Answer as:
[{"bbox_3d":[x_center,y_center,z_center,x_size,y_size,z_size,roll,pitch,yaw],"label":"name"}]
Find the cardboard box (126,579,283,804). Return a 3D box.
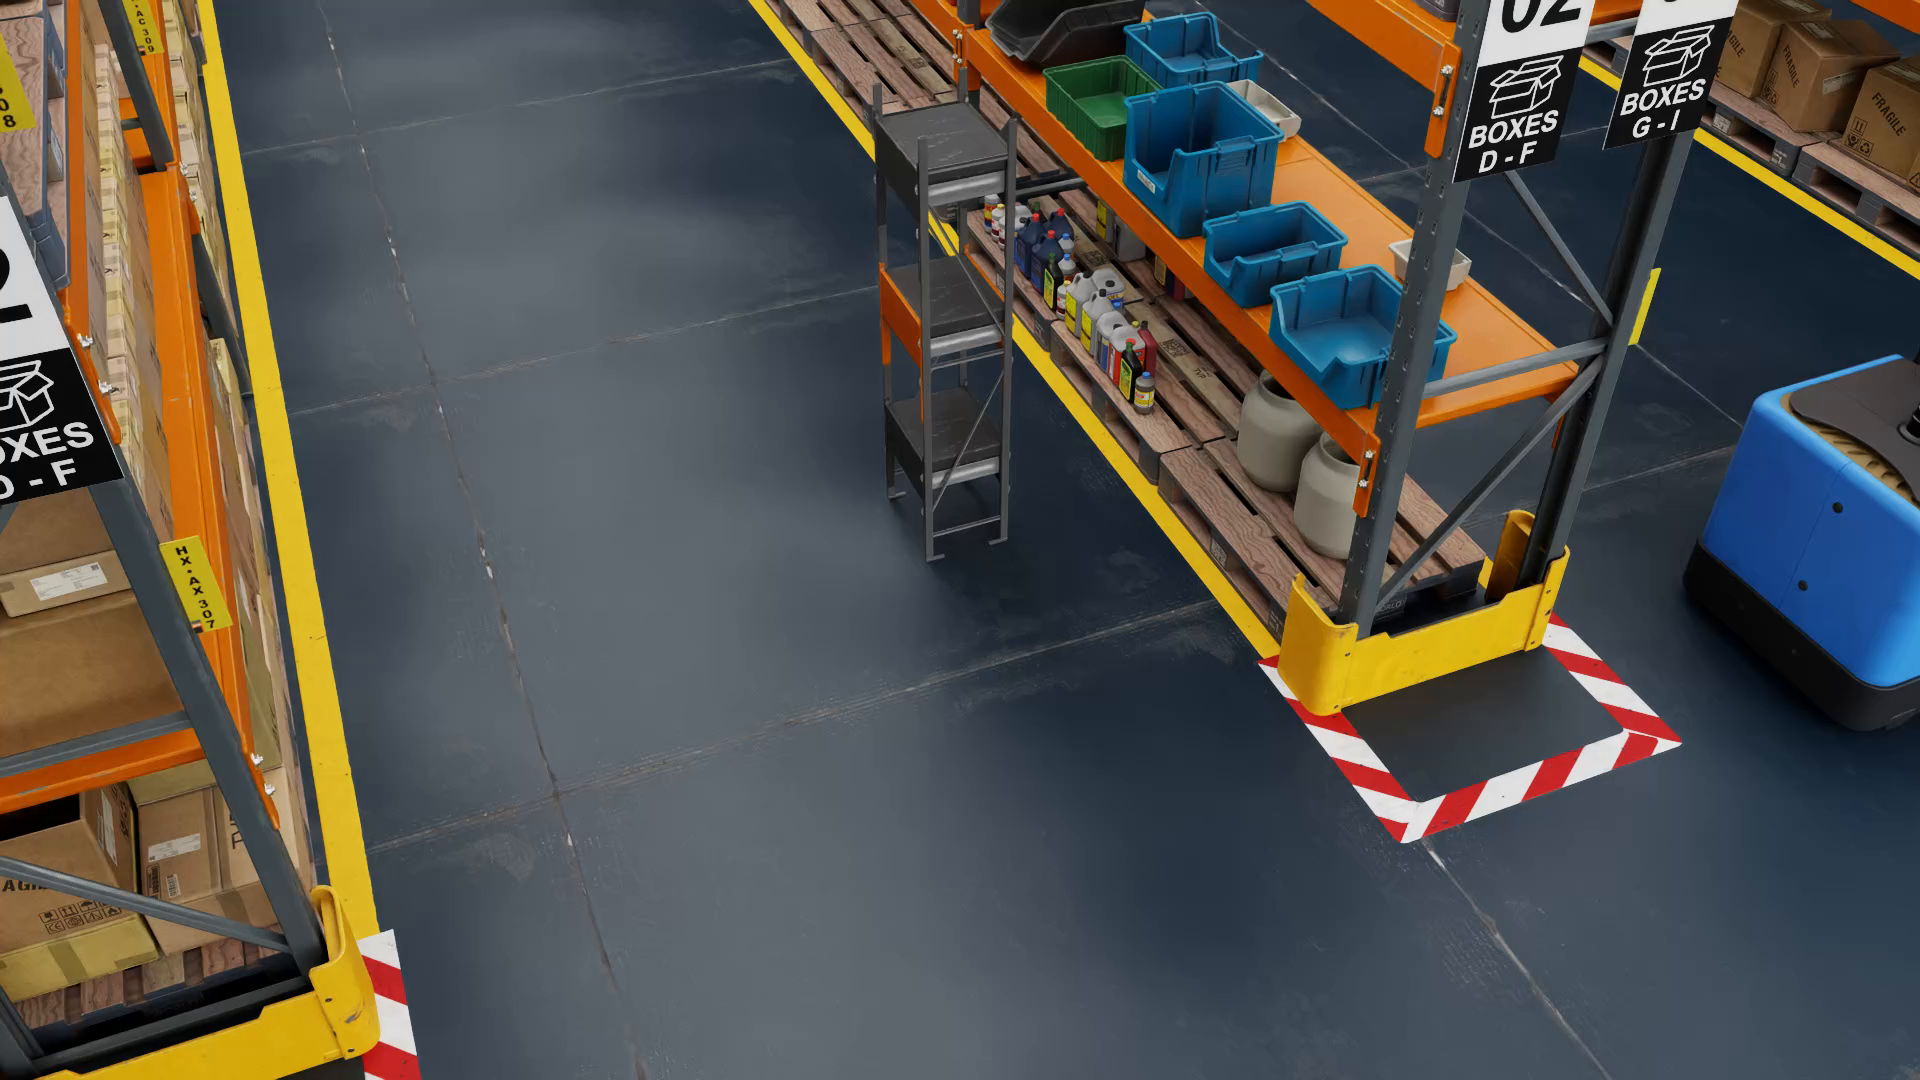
[{"bbox_3d":[-2.773,0.537,5.955,0.500,0.500,0.500,-15,43,-17],"label":"cardboard box"}]

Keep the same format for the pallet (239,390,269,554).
[{"bbox_3d":[-3.845,-0.246,7.792,1.003,0.211,1.213,-15,43,-17],"label":"pallet"}]

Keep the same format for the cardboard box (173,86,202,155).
[{"bbox_3d":[-4.628,-2.359,9.467,0.500,0.311,0.500,-14,43,-16],"label":"cardboard box"}]

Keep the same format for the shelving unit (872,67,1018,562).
[{"bbox_3d":[-0.063,-0.896,7.100,0.431,2.100,0.503,-15,43,-17],"label":"shelving unit"}]

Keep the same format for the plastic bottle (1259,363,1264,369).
[{"bbox_3d":[1.553,-0.954,8.287,0.097,0.201,0.097,0,41,0],"label":"plastic bottle"}]

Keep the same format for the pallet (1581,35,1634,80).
[{"bbox_3d":[4.744,-3.673,11.778,1.003,0.211,1.213,-15,43,-17],"label":"pallet"}]

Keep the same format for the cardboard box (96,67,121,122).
[{"bbox_3d":[-3.716,-1.816,6.906,0.380,0.149,0.250,-16,43,-18],"label":"cardboard box"}]

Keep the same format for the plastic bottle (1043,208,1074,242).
[{"bbox_3d":[0.526,-1.634,8.963,0.144,0.351,0.185,-15,43,-17],"label":"plastic bottle"}]

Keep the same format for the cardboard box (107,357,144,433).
[{"bbox_3d":[-2.823,-0.418,5.280,0.380,0.149,0.250,-16,43,-18],"label":"cardboard box"}]

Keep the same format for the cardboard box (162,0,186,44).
[{"bbox_3d":[-5.213,-3.277,10.536,0.500,0.311,0.500,-14,43,-16],"label":"cardboard box"}]

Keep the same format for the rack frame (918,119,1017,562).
[{"bbox_3d":[0.030,-0.749,6.929,0.400,2.100,0.015,-15,43,-17],"label":"rack frame"}]

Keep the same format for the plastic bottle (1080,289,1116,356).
[{"bbox_3d":[0.699,-1.117,8.361,0.144,0.351,0.185,-13,42,-15],"label":"plastic bottle"}]

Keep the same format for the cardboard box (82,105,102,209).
[{"bbox_3d":[-3.549,-1.450,5.983,0.700,0.500,0.500,-15,43,-17],"label":"cardboard box"}]

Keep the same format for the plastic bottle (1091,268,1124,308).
[{"bbox_3d":[0.755,-1.252,8.576,0.152,0.276,0.135,-15,43,-17],"label":"plastic bottle"}]

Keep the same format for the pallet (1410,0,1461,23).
[{"bbox_3d":[1.772,-2.205,5.776,1.003,0.211,1.213,-15,43,-17],"label":"pallet"}]

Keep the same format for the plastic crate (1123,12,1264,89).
[{"bbox_3d":[1.142,-2.370,8.239,0.499,0.251,0.616,-15,43,-17],"label":"plastic crate"}]

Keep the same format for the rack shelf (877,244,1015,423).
[{"bbox_3d":[-0.063,-0.885,7.109,0.431,0.518,0.480,-15,43,-17],"label":"rack shelf"}]

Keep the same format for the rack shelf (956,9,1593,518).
[{"bbox_3d":[1.233,-1.548,7.720,1.077,0.370,4.000,-15,43,-17],"label":"rack shelf"}]

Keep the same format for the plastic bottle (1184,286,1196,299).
[{"bbox_3d":[1.236,-1.435,8.788,0.152,0.276,0.135,-14,43,-16],"label":"plastic bottle"}]

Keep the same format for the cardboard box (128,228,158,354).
[{"bbox_3d":[-3.539,-0.945,6.391,0.700,0.500,0.500,-14,43,-16],"label":"cardboard box"}]

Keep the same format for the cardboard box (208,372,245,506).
[{"bbox_3d":[-3.356,-0.364,7.003,0.500,0.500,0.500,-15,43,-17],"label":"cardboard box"}]

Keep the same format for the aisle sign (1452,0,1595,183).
[{"bbox_3d":[1.751,-1.484,5.100,0.394,0.787,0.004,-15,43,-17],"label":"aisle sign"}]

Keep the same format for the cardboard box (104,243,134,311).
[{"bbox_3d":[-3.118,-0.883,5.821,0.380,0.149,0.250,-15,43,-16],"label":"cardboard box"}]

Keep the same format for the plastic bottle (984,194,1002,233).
[{"bbox_3d":[0.185,-1.857,9.282,0.097,0.271,0.097,0,41,0],"label":"plastic bottle"}]

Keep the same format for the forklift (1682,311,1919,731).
[{"bbox_3d":[4.754,-0.970,6.548,3.031,2.935,1.130,-16,43,-17],"label":"forklift"}]

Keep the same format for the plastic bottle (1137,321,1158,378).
[{"bbox_3d":[0.917,-0.936,8.202,0.061,0.283,0.133,-15,43,-17],"label":"plastic bottle"}]

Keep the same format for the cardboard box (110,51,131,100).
[{"bbox_3d":[-4.260,-2.282,8.214,0.380,0.149,0.250,-15,43,-17],"label":"cardboard box"}]

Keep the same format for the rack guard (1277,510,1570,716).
[{"bbox_3d":[1.926,0.297,6.939,1.175,0.500,0.348,-15,43,-17],"label":"rack guard"}]

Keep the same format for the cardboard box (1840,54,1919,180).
[{"bbox_3d":[5.696,-2.524,9.899,0.500,0.500,0.500,-19,44,-21],"label":"cardboard box"}]

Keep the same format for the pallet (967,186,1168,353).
[{"bbox_3d":[0.686,-1.554,9.313,1.003,0.211,1.213,-15,43,-17],"label":"pallet"}]

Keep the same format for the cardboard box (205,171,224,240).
[{"bbox_3d":[-4.431,-1.833,9.287,0.500,0.250,0.500,-16,43,-18],"label":"cardboard box"}]

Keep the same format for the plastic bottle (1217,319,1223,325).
[{"bbox_3d":[1.385,-1.218,8.594,0.097,0.201,0.097,0,41,0],"label":"plastic bottle"}]

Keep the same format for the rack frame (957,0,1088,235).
[{"bbox_3d":[0.468,-3.026,8.887,1.000,3.000,0.127,-15,43,-17],"label":"rack frame"}]

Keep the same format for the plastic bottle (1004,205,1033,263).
[{"bbox_3d":[0.334,-1.671,9.062,0.152,0.276,0.135,-14,43,-15],"label":"plastic bottle"}]

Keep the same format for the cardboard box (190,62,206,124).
[{"bbox_3d":[-5.014,-2.753,10.356,0.500,0.250,0.500,-16,43,-17],"label":"cardboard box"}]

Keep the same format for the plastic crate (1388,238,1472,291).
[{"bbox_3d":[1.953,-1.136,6.891,0.298,0.136,0.250,-15,43,-17],"label":"plastic crate"}]

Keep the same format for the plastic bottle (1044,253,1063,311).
[{"bbox_3d":[0.490,-1.349,8.683,0.061,0.283,0.133,-13,42,-15],"label":"plastic bottle"}]

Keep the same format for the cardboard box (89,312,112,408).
[{"bbox_3d":[-2.973,-0.544,4.929,0.700,0.500,0.500,-16,43,-18],"label":"cardboard box"}]

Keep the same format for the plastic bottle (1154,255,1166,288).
[{"bbox_3d":[1.092,-1.495,8.853,0.061,0.283,0.133,-15,43,-17],"label":"plastic bottle"}]

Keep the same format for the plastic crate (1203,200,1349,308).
[{"bbox_3d":[1.287,-1.179,6.853,0.499,0.251,0.408,-15,43,-17],"label":"plastic crate"}]

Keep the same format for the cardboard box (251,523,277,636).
[{"bbox_3d":[-3.152,0.218,6.901,0.500,0.250,0.500,-15,43,-17],"label":"cardboard box"}]

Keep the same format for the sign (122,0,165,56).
[{"bbox_3d":[-3.598,-2.290,7.306,0.100,0.325,0.005,-15,43,-17],"label":"sign"}]

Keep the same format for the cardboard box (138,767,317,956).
[{"bbox_3d":[-2.579,1.122,5.850,0.500,0.250,0.500,-15,43,-17],"label":"cardboard box"}]

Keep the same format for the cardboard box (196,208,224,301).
[{"bbox_3d":[-4.038,-1.433,8.391,0.500,0.311,0.500,-15,43,-17],"label":"cardboard box"}]

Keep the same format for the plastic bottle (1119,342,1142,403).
[{"bbox_3d":[0.829,-0.816,8.063,0.061,0.283,0.133,-14,43,-16],"label":"plastic bottle"}]

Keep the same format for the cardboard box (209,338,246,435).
[{"bbox_3d":[-3.731,-0.684,7.950,0.500,0.250,0.500,-15,43,-17],"label":"cardboard box"}]

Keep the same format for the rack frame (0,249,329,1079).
[{"bbox_3d":[-2.580,0.617,4.650,1.000,3.000,0.127,-15,43,-17],"label":"rack frame"}]

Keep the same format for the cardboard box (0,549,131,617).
[{"bbox_3d":[-2.531,0.043,4.744,0.380,0.149,0.250,-15,43,-17],"label":"cardboard box"}]

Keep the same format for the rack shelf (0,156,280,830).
[{"bbox_3d":[-3.345,-0.315,6.286,1.077,0.370,4.000,-15,43,-17],"label":"rack shelf"}]

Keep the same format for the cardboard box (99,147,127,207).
[{"bbox_3d":[-3.421,-1.352,6.367,0.380,0.149,0.250,-15,43,-17],"label":"cardboard box"}]

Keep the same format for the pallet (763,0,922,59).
[{"bbox_3d":[-0.802,-3.902,12.044,1.003,0.211,1.213,-15,43,-17],"label":"pallet"}]

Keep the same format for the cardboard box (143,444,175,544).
[{"bbox_3d":[-2.952,-0.020,5.315,0.700,0.500,0.500,-14,43,-16],"label":"cardboard box"}]
